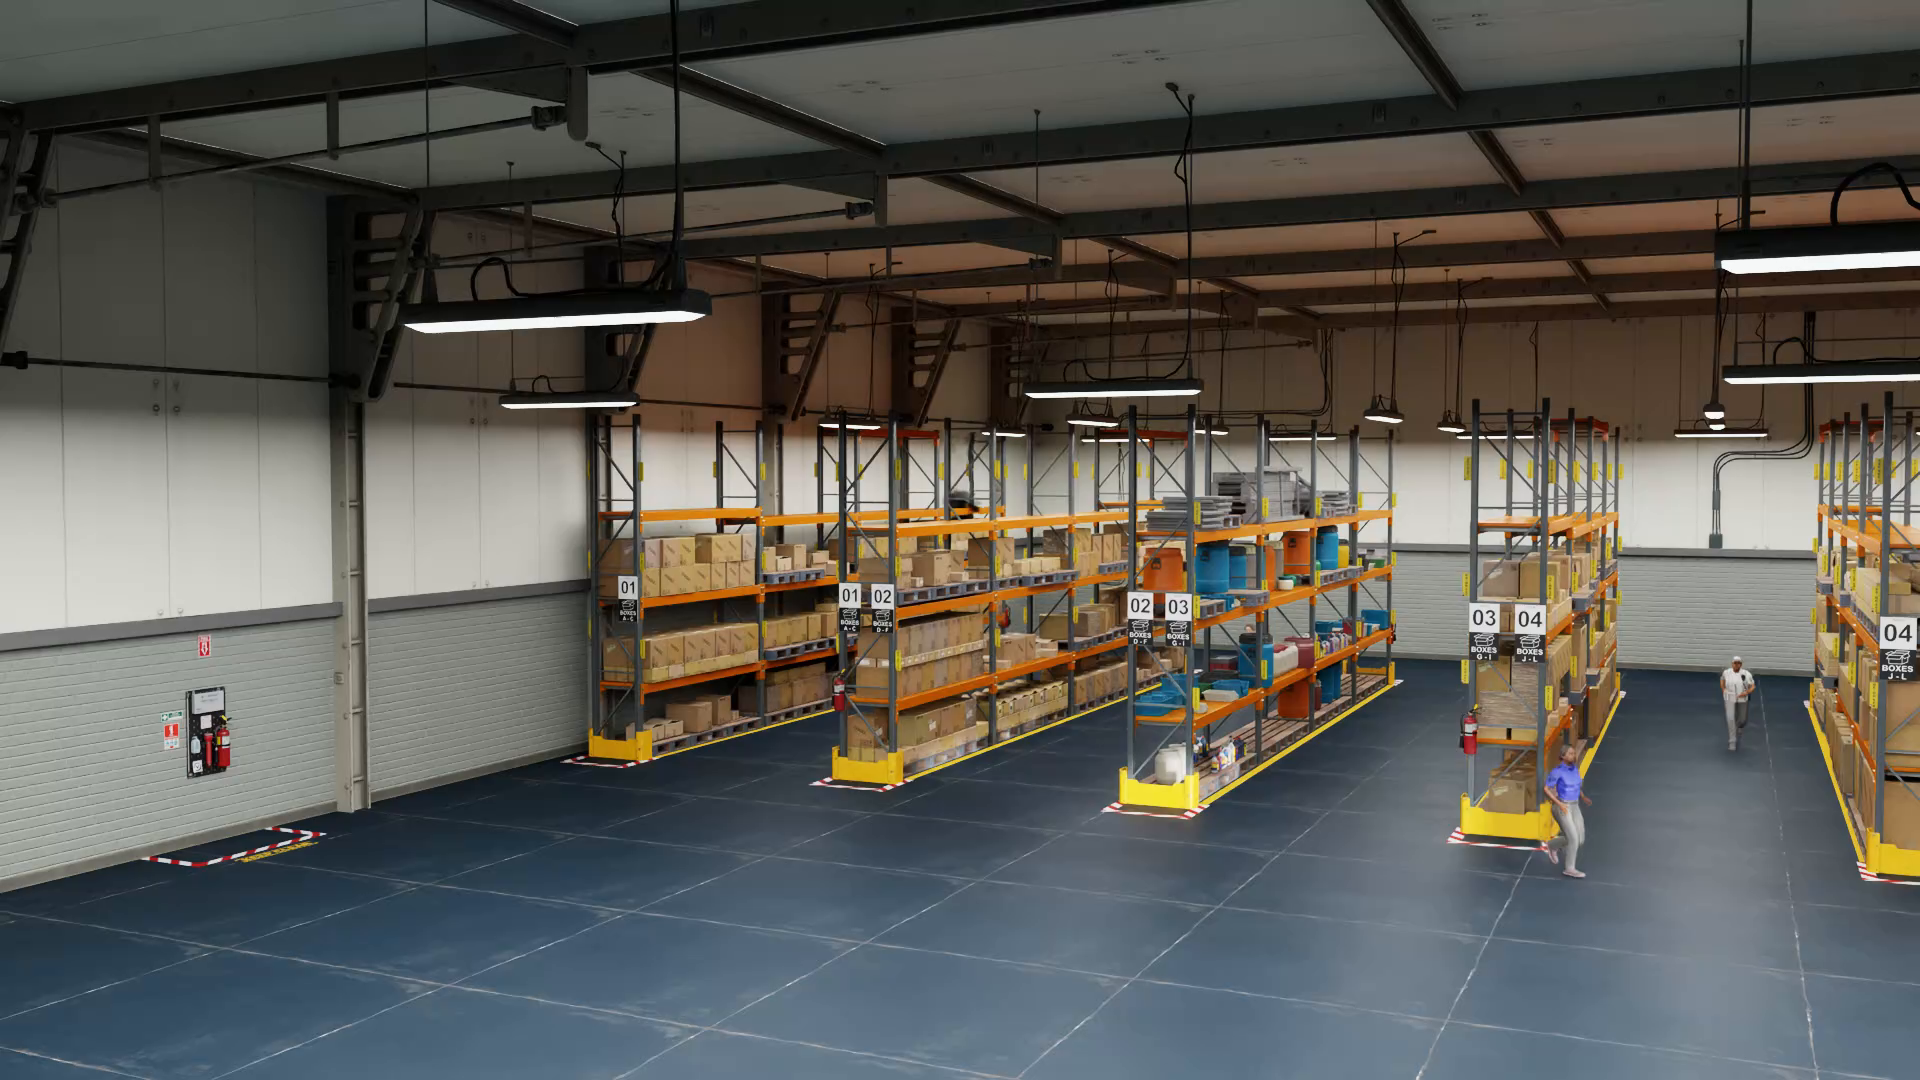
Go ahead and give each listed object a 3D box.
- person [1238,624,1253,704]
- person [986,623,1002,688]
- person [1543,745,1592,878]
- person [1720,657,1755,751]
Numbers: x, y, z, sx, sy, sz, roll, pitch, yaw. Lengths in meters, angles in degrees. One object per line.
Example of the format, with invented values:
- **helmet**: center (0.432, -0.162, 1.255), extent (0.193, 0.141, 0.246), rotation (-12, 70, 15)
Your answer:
- **person**: center (6.285, 2.689, 36.087), extent (0.559, 1.725, 0.738), rotation (1, 3, 29)
- **person**: center (0.722, 2.636, 35.822), extent (0.655, 1.735, 0.631), rotation (1, 3, 23)
- **person**: center (7.495, 3.344, 20.620), extent (0.569, 1.613, 0.625), rotation (-1, 3, -32)
- **person**: center (14.149, 2.950, 30.262), extent (0.577, 1.674, 1.086), rotation (1, 3, 21)
